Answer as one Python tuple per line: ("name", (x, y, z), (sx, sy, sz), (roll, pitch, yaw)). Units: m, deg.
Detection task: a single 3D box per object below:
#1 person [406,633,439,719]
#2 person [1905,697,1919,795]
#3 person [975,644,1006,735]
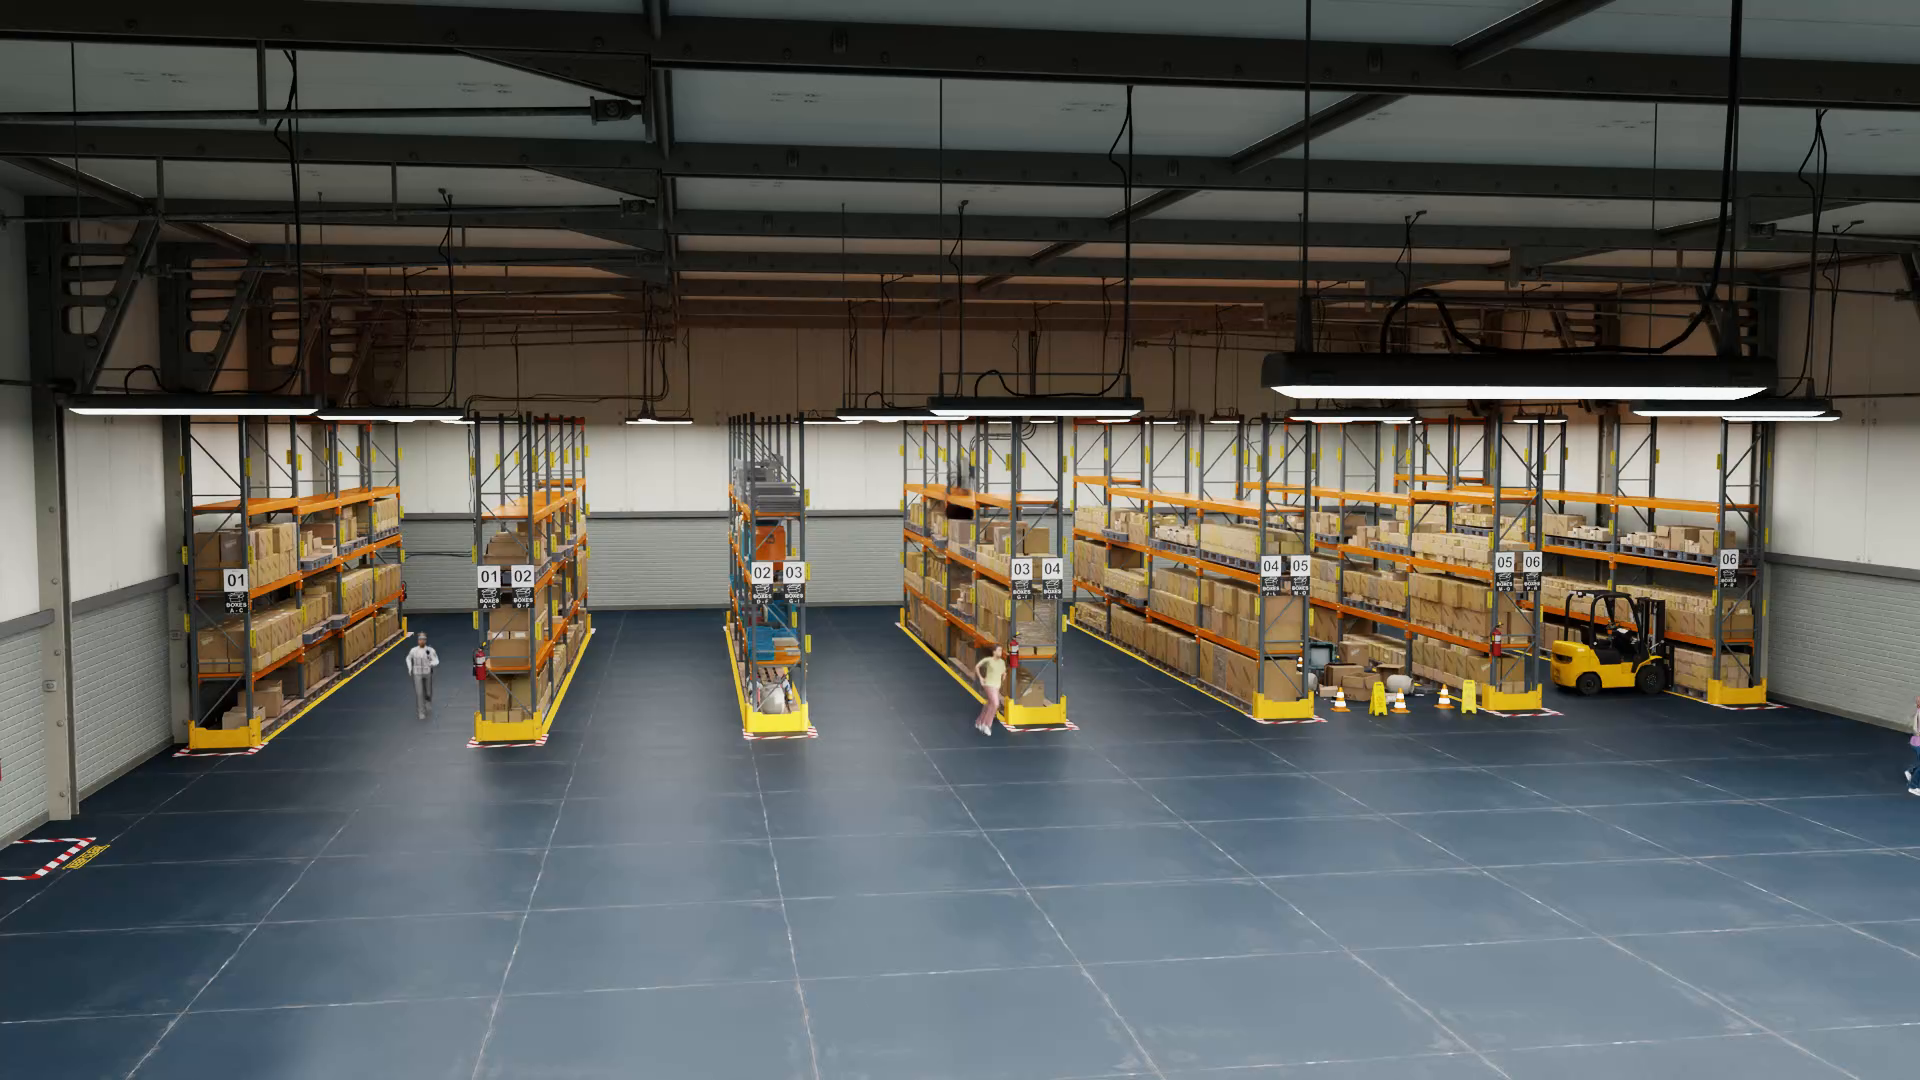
("person", (-10.592, 2.649, 32.771), (0.624, 1.669, 0.855), (-1, 4, -17))
("person", (14.971, 3.188, 25.827), (0.570, 1.560, 0.562), (-3, 5, -39))
("person", (0.600, 2.789, 31.239), (0.611, 1.678, 0.644), (-3, 5, -41))
